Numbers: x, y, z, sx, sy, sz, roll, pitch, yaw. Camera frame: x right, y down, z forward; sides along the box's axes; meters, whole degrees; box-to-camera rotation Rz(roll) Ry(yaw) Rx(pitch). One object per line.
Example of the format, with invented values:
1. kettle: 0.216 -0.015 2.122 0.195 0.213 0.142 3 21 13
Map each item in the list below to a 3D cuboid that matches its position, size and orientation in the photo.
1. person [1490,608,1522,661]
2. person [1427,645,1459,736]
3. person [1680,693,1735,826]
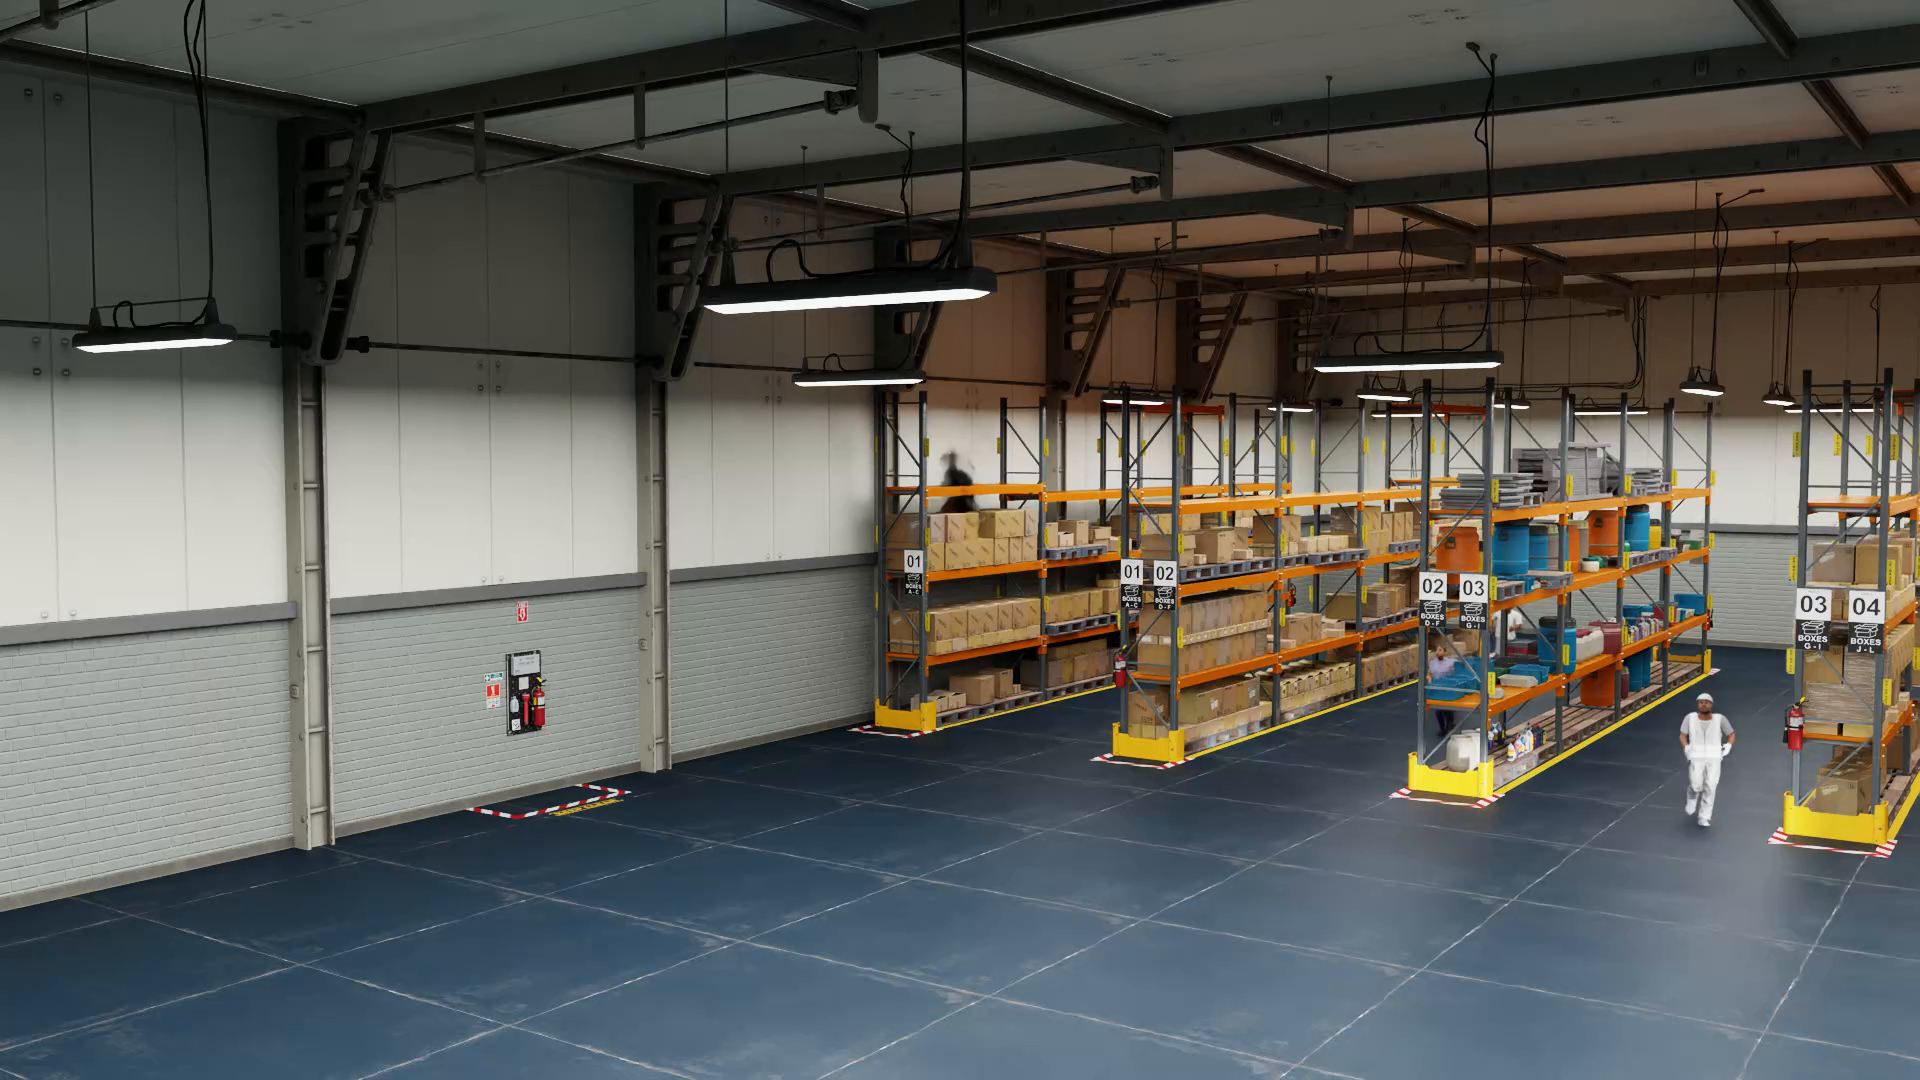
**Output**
1. person: 11.813 2.145 36.044 0.708 1.798 0.749 1 3 24
2. person: 8.339 2.617 28.679 0.628 1.585 0.697 3 4 40
3. person: 9.938 2.917 22.138 0.678 1.719 0.648 2 4 26
